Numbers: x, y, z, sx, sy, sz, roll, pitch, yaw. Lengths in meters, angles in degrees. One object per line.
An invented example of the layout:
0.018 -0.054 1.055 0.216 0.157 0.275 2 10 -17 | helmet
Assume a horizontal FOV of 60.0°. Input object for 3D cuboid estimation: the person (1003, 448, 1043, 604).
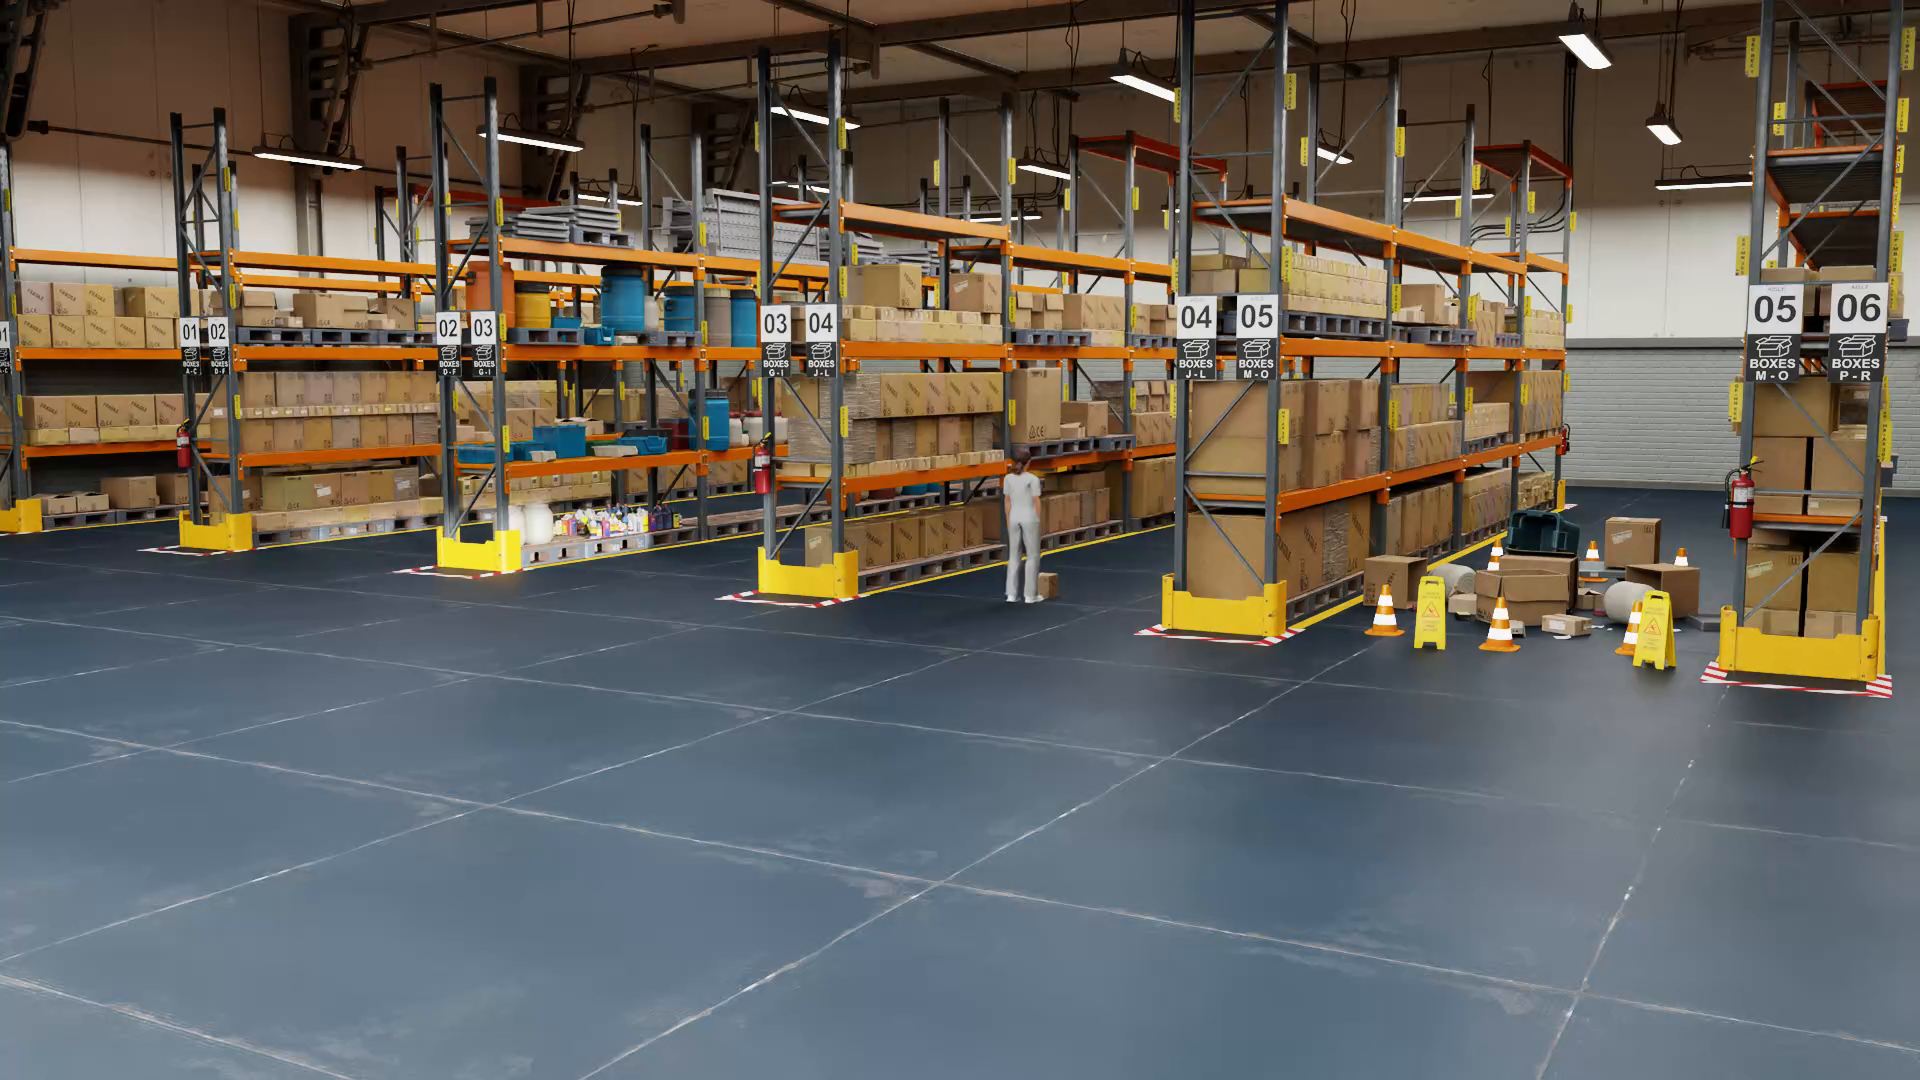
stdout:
0.675 -0.150 17.863 0.437 1.682 0.370 3 7 30 | person
